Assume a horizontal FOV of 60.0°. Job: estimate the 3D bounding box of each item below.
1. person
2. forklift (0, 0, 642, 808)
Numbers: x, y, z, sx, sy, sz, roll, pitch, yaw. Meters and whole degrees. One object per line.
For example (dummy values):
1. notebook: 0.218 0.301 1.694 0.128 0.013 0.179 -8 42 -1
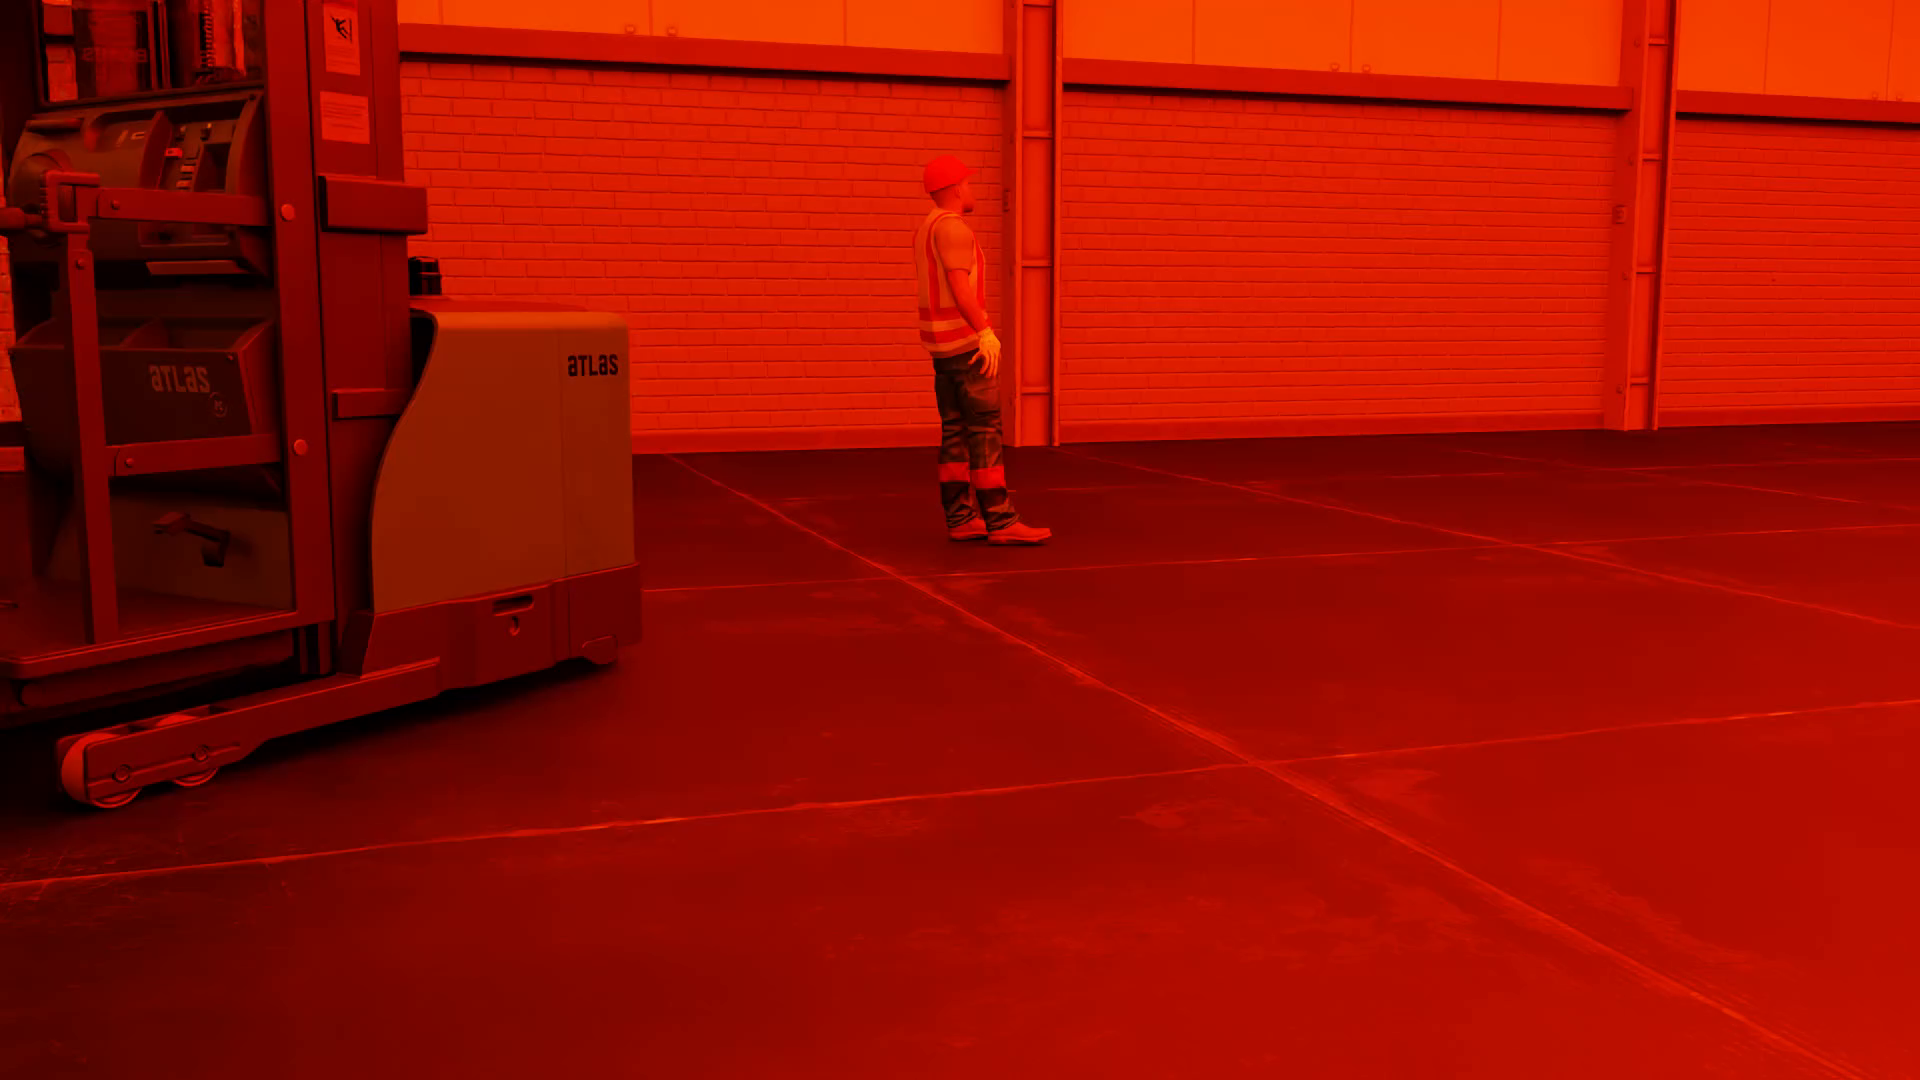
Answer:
1. person: 0.080 -0.896 7.816 0.562 1.790 0.637 -3 8 -18
2. forklift: -2.157 -0.937 3.936 1.130 2.935 3.031 4 9 30
